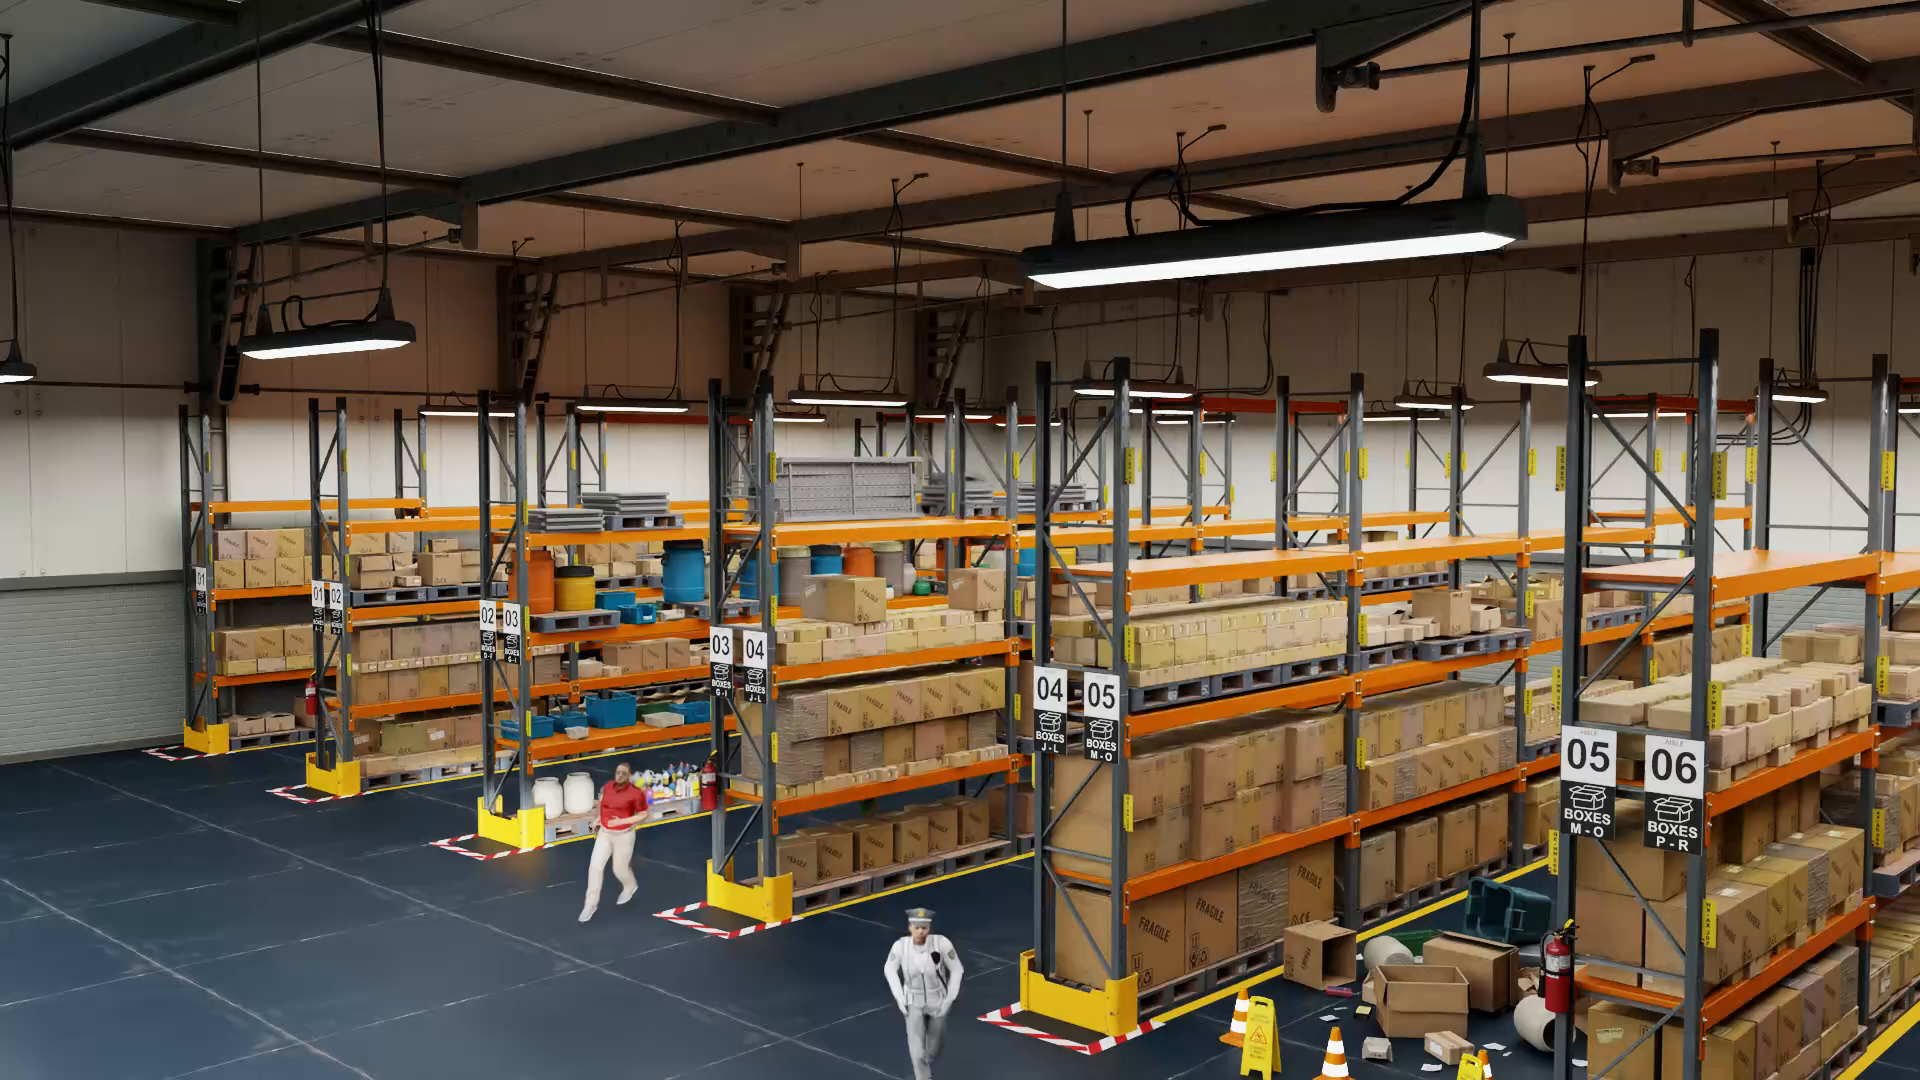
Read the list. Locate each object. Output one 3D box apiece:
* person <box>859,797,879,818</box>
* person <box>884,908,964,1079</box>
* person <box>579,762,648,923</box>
[{"bbox_3d":[-1.342,3.043,23.234,0.649,1.860,0.819,2,3,29],"label":"person"},{"bbox_3d":[-0.286,3.671,13.124,0.624,1.680,0.882,0,3,-3],"label":"person"},{"bbox_3d":[-3.796,3.330,18.599,0.685,1.715,0.949,1,3,17],"label":"person"}]
